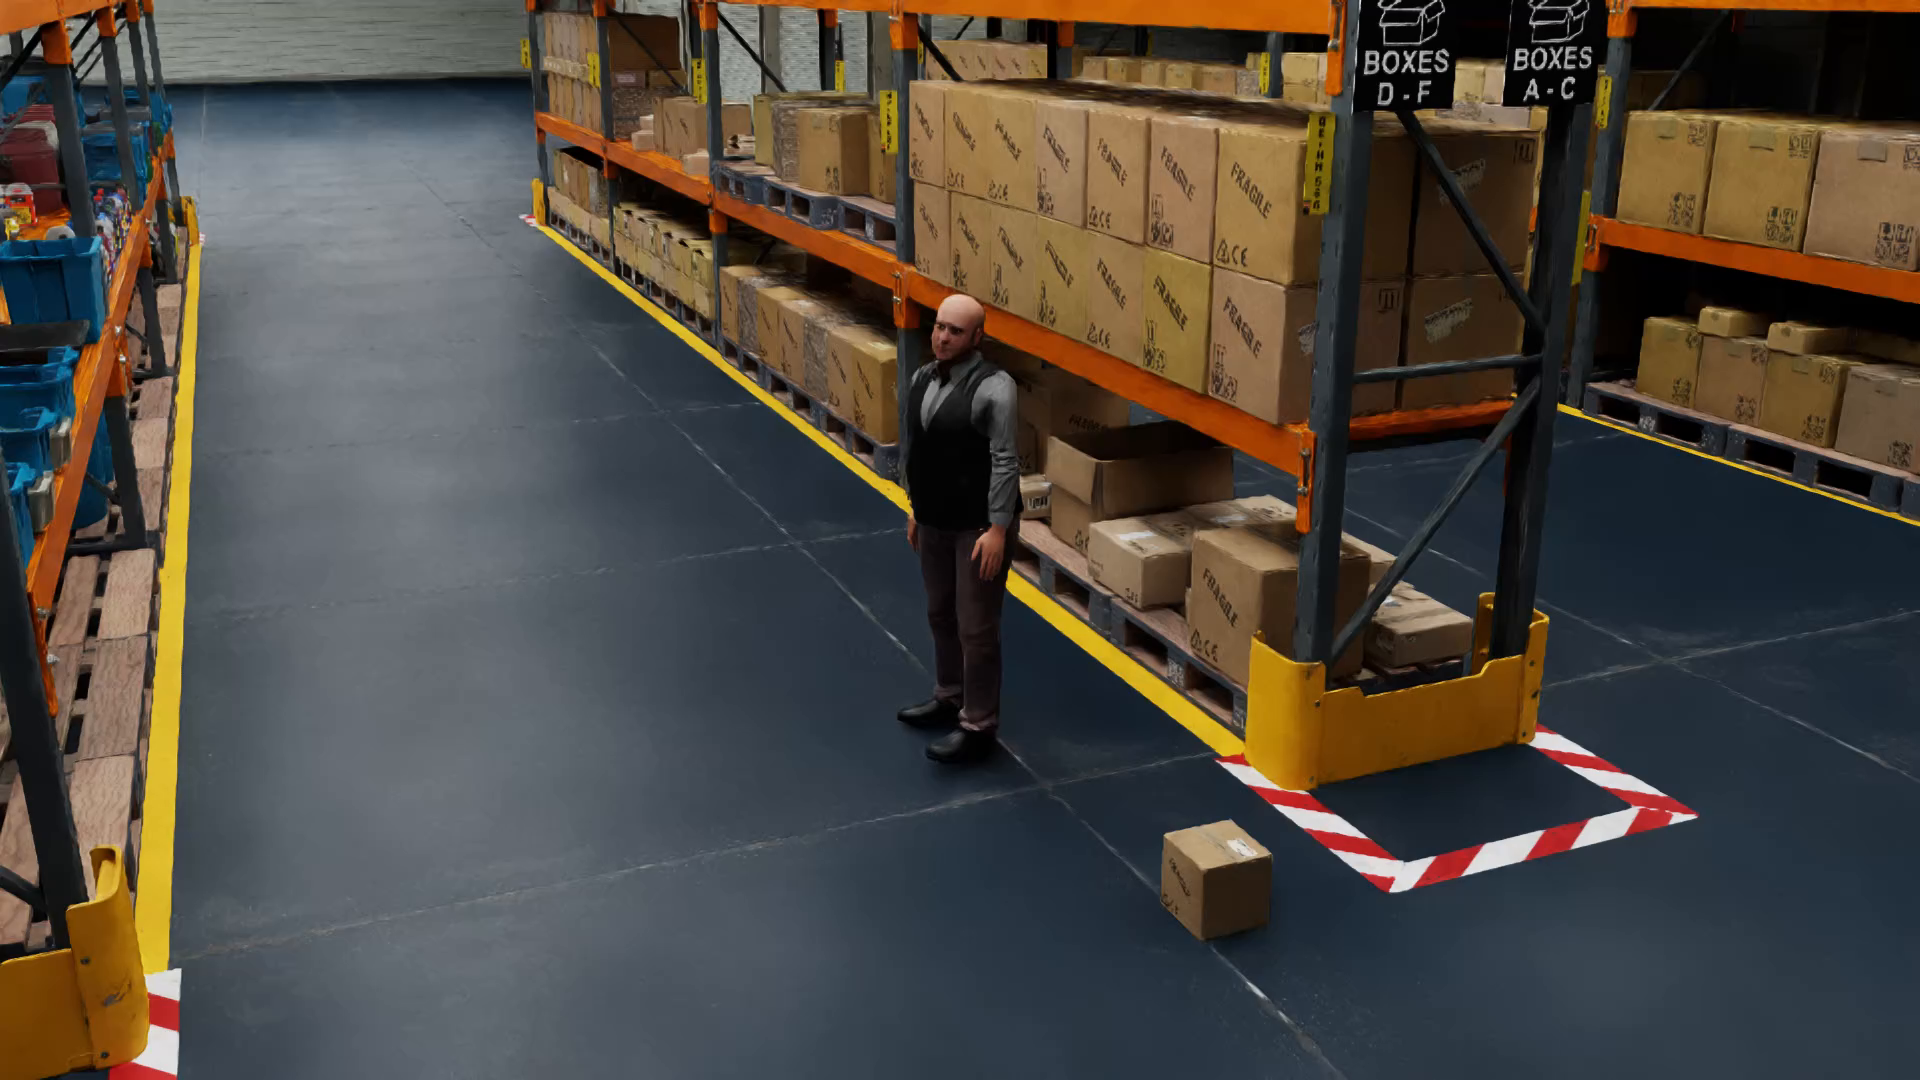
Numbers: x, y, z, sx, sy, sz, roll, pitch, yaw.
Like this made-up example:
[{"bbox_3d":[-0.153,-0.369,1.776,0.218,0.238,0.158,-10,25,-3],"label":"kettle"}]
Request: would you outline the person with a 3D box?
[{"bbox_3d":[-0.039,-0.045,6.147,0.470,1.730,0.588,-15,24,-38],"label":"person"}]
